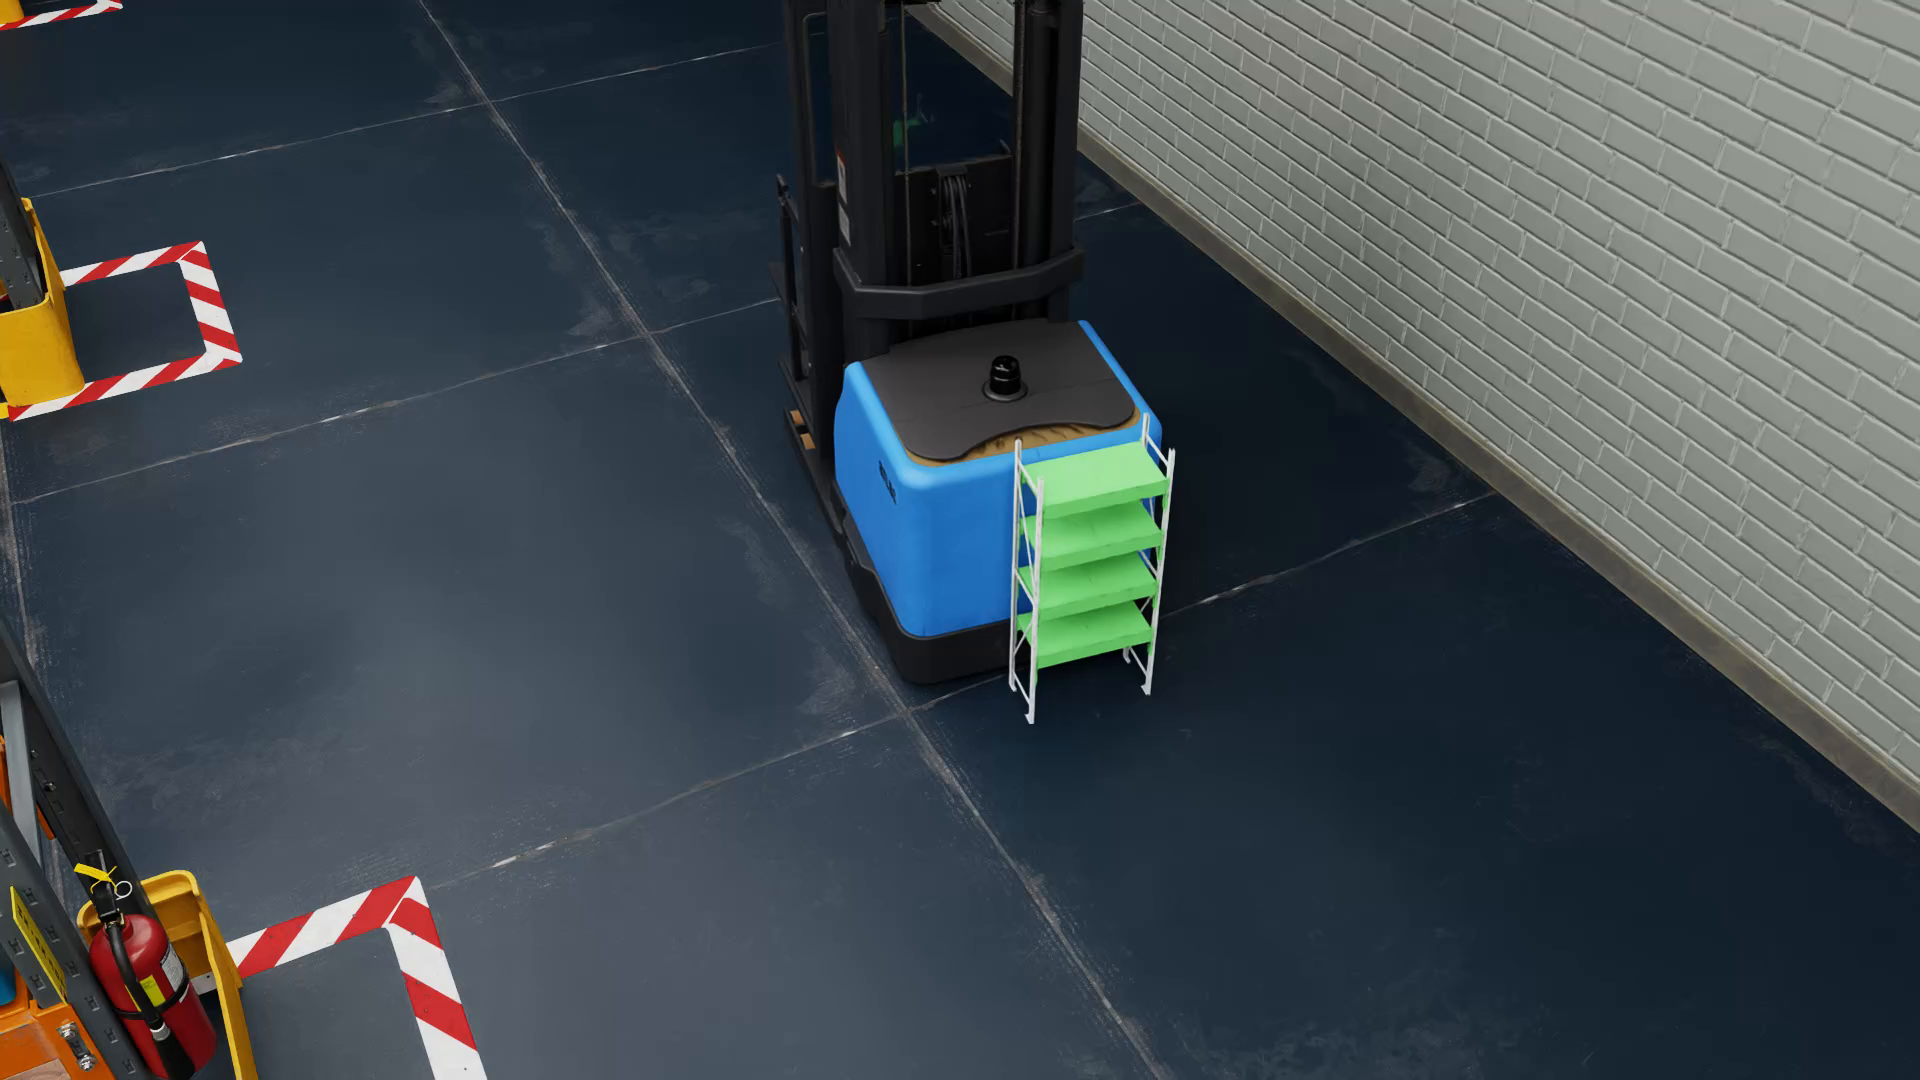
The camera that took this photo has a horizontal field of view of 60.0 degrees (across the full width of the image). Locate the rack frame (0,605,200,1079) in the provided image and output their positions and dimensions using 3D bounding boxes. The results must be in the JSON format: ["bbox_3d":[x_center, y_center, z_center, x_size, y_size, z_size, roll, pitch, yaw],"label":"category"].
[{"bbox_3d":[-2.330,0.664,4.144,0.127,3.000,1.000,-19,44,-21],"label":"rack frame"}]

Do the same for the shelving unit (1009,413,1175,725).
[{"bbox_3d":[0.470,0.130,6.168,0.503,1.200,0.258,-13,42,-14],"label":"shelving unit"}]

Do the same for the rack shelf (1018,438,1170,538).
[{"bbox_3d":[0.470,-0.188,5.899,0.480,0.148,0.258,-13,42,-14],"label":"rack shelf"}]

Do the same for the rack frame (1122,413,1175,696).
[{"bbox_3d":[0.701,0.079,6.228,0.015,1.200,0.240,-13,42,-14],"label":"rack frame"}]

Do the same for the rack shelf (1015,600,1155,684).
[{"bbox_3d":[0.470,0.362,6.364,0.480,0.148,0.258,-13,42,-14],"label":"rack shelf"}]

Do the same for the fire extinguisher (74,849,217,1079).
[{"bbox_3d":[-1.986,1.051,4.035,0.183,0.674,0.296,-19,44,-21],"label":"fire extinguisher"}]

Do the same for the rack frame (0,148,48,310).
[{"bbox_3d":[-4.614,-2.176,7.499,0.127,3.000,1.000,-19,44,-21],"label":"rack frame"}]

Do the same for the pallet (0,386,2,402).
[{"bbox_3d":[-5.388,-0.850,8.091,1.213,0.211,1.003,-19,44,-21],"label":"pallet"}]

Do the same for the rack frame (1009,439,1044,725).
[{"bbox_3d":[0.239,0.181,6.107,0.015,1.200,0.240,-13,42,-14],"label":"rack frame"}]

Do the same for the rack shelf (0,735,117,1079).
[{"bbox_3d":[-4.103,1.535,3.671,4.000,0.370,1.077,-19,44,-21],"label":"rack shelf"}]

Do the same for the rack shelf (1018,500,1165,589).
[{"bbox_3d":[0.470,-0.005,6.054,0.480,0.148,0.258,-13,42,-14],"label":"rack shelf"}]

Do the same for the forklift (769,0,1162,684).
[{"bbox_3d":[-0.185,-1.520,6.777,1.130,2.935,3.031,-12,42,-14],"label":"forklift"}]

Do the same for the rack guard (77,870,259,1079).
[{"bbox_3d":[-2.314,1.603,4.969,0.348,0.500,1.175,-19,44,-21],"label":"rack guard"}]

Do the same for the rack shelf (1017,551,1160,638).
[{"bbox_3d":[0.470,0.179,6.209,0.480,0.148,0.258,-13,42,-14],"label":"rack shelf"}]

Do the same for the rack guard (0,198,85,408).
[{"bbox_3d":[-4.682,-1.199,8.279,0.348,0.500,1.175,-19,44,-21],"label":"rack guard"}]

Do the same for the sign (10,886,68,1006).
[{"bbox_3d":[-2.061,0.912,3.725,0.005,0.325,0.100,-19,44,-21],"label":"sign"}]

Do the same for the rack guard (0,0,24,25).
[{"bbox_3d":[-6.885,-4.066,11.667,0.348,0.500,1.175,-19,44,-21],"label":"rack guard"}]

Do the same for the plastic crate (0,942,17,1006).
[{"bbox_3d":[-2.540,0.834,3.869,0.499,0.435,0.616,-19,44,-21],"label":"plastic crate"}]

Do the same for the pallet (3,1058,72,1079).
[{"bbox_3d":[-3.079,1.952,4.781,1.213,0.211,1.003,-19,44,-21],"label":"pallet"}]
